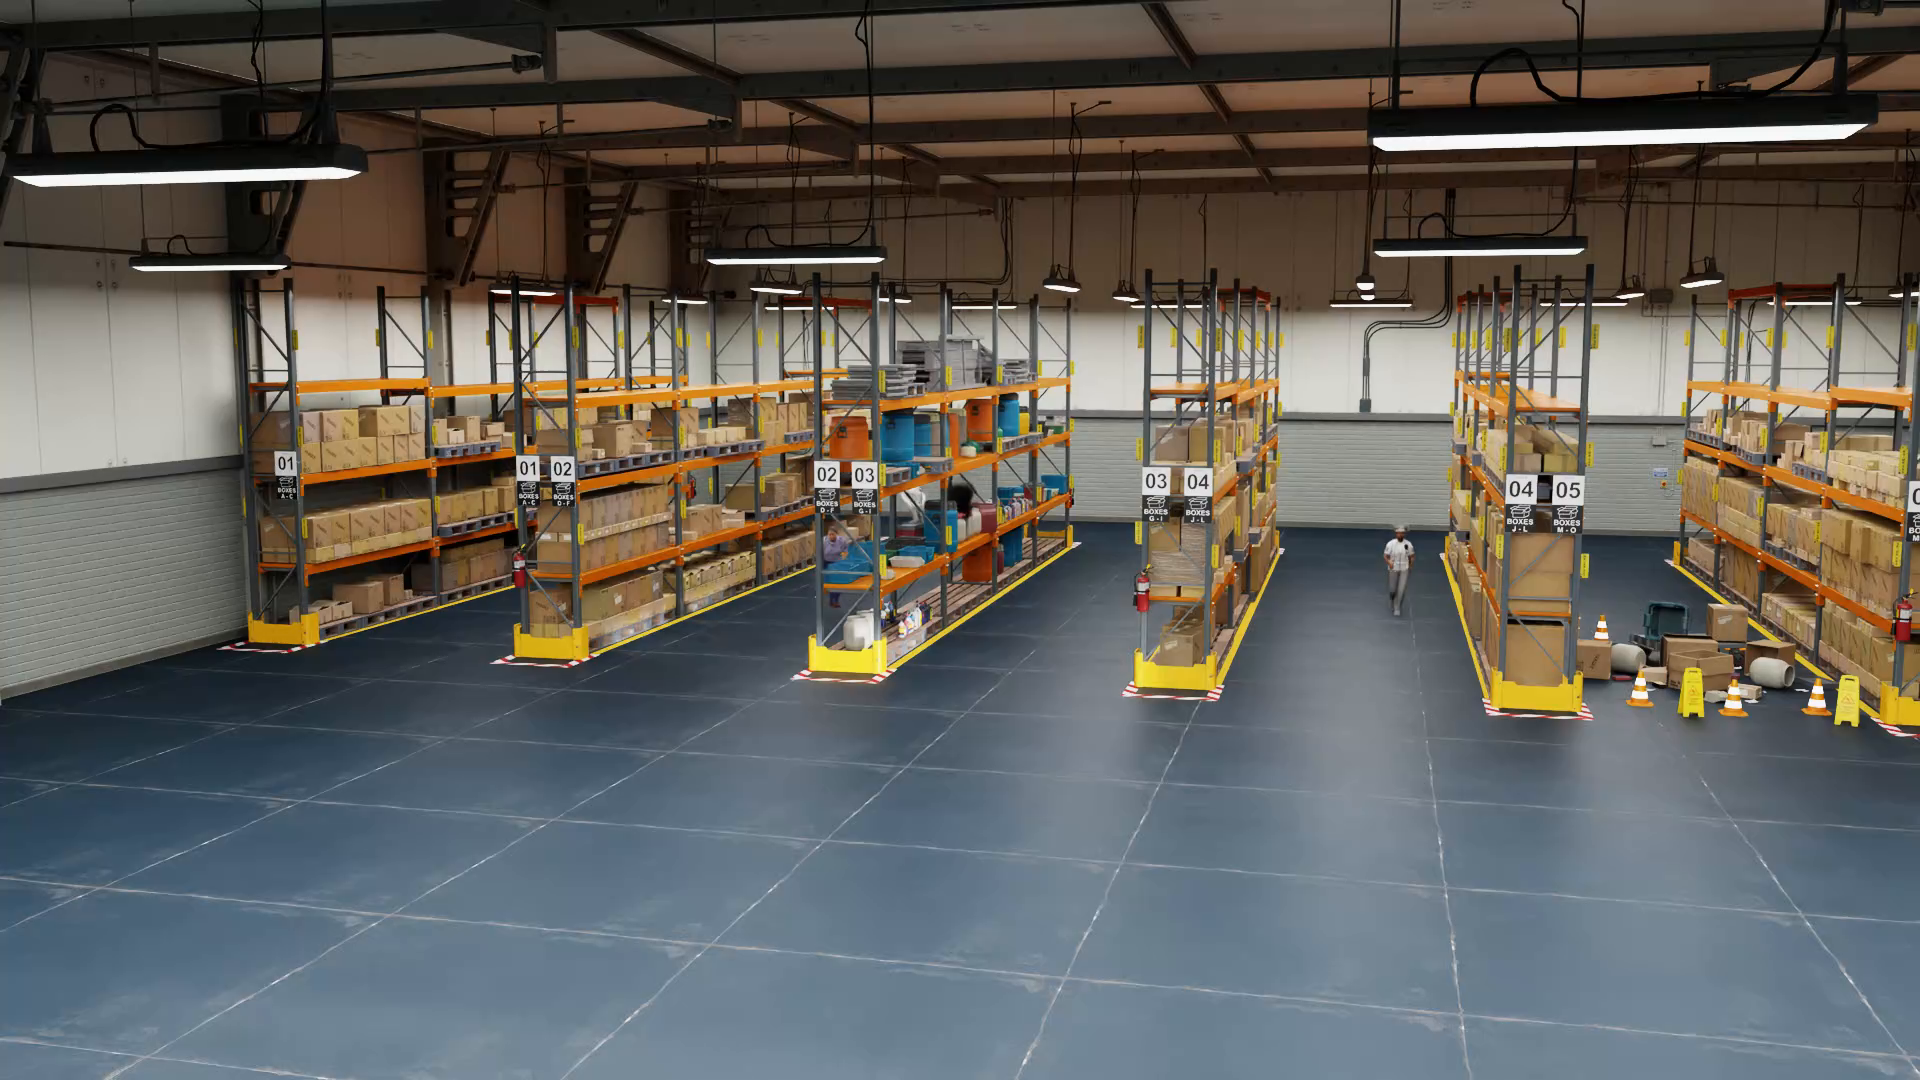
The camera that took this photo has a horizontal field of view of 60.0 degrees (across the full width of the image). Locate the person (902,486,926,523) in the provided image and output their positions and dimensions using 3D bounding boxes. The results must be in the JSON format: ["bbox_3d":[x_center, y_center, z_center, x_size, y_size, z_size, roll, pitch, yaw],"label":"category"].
[{"bbox_3d":[-1.170,-0.838,42.138,0.591,1.636,0.520,-6,9,-41],"label":"person"}]

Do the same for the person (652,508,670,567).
[{"bbox_3d":[-6.533,-0.146,35.583,0.680,1.839,0.842,1,7,6],"label":"person"}]

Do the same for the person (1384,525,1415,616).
[{"bbox_3d":[8.033,0.537,30.404,0.563,1.648,0.588,1,7,10],"label":"person"}]

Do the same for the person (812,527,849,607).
[{"bbox_3d":[-2.280,0.486,29.307,0.632,1.481,0.794,0,7,-4],"label":"person"}]
